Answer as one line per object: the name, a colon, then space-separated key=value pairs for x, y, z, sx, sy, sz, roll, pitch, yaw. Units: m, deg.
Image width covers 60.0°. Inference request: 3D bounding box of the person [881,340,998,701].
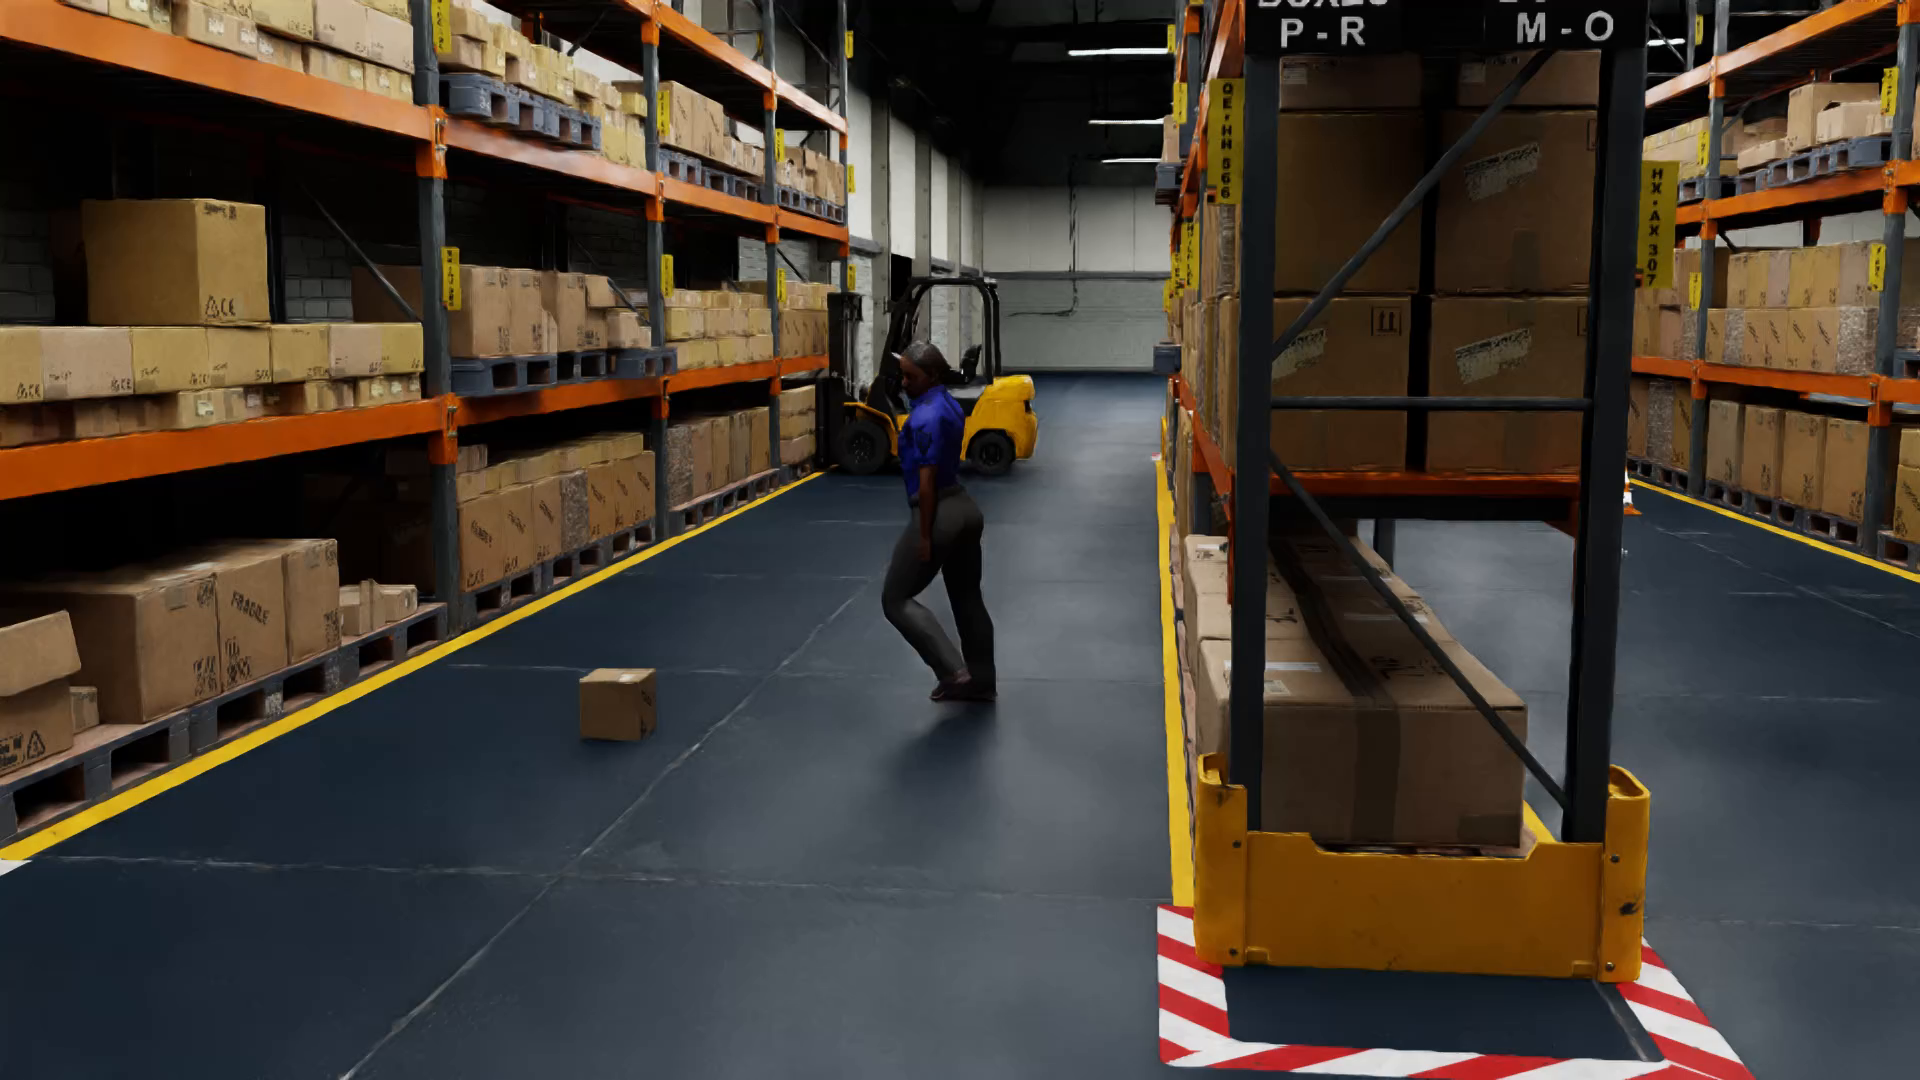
person: x=-0.084 y=-0.060 z=7.317 sx=0.445 sy=1.632 sz=0.554 roll=4 pitch=9 yaw=25
